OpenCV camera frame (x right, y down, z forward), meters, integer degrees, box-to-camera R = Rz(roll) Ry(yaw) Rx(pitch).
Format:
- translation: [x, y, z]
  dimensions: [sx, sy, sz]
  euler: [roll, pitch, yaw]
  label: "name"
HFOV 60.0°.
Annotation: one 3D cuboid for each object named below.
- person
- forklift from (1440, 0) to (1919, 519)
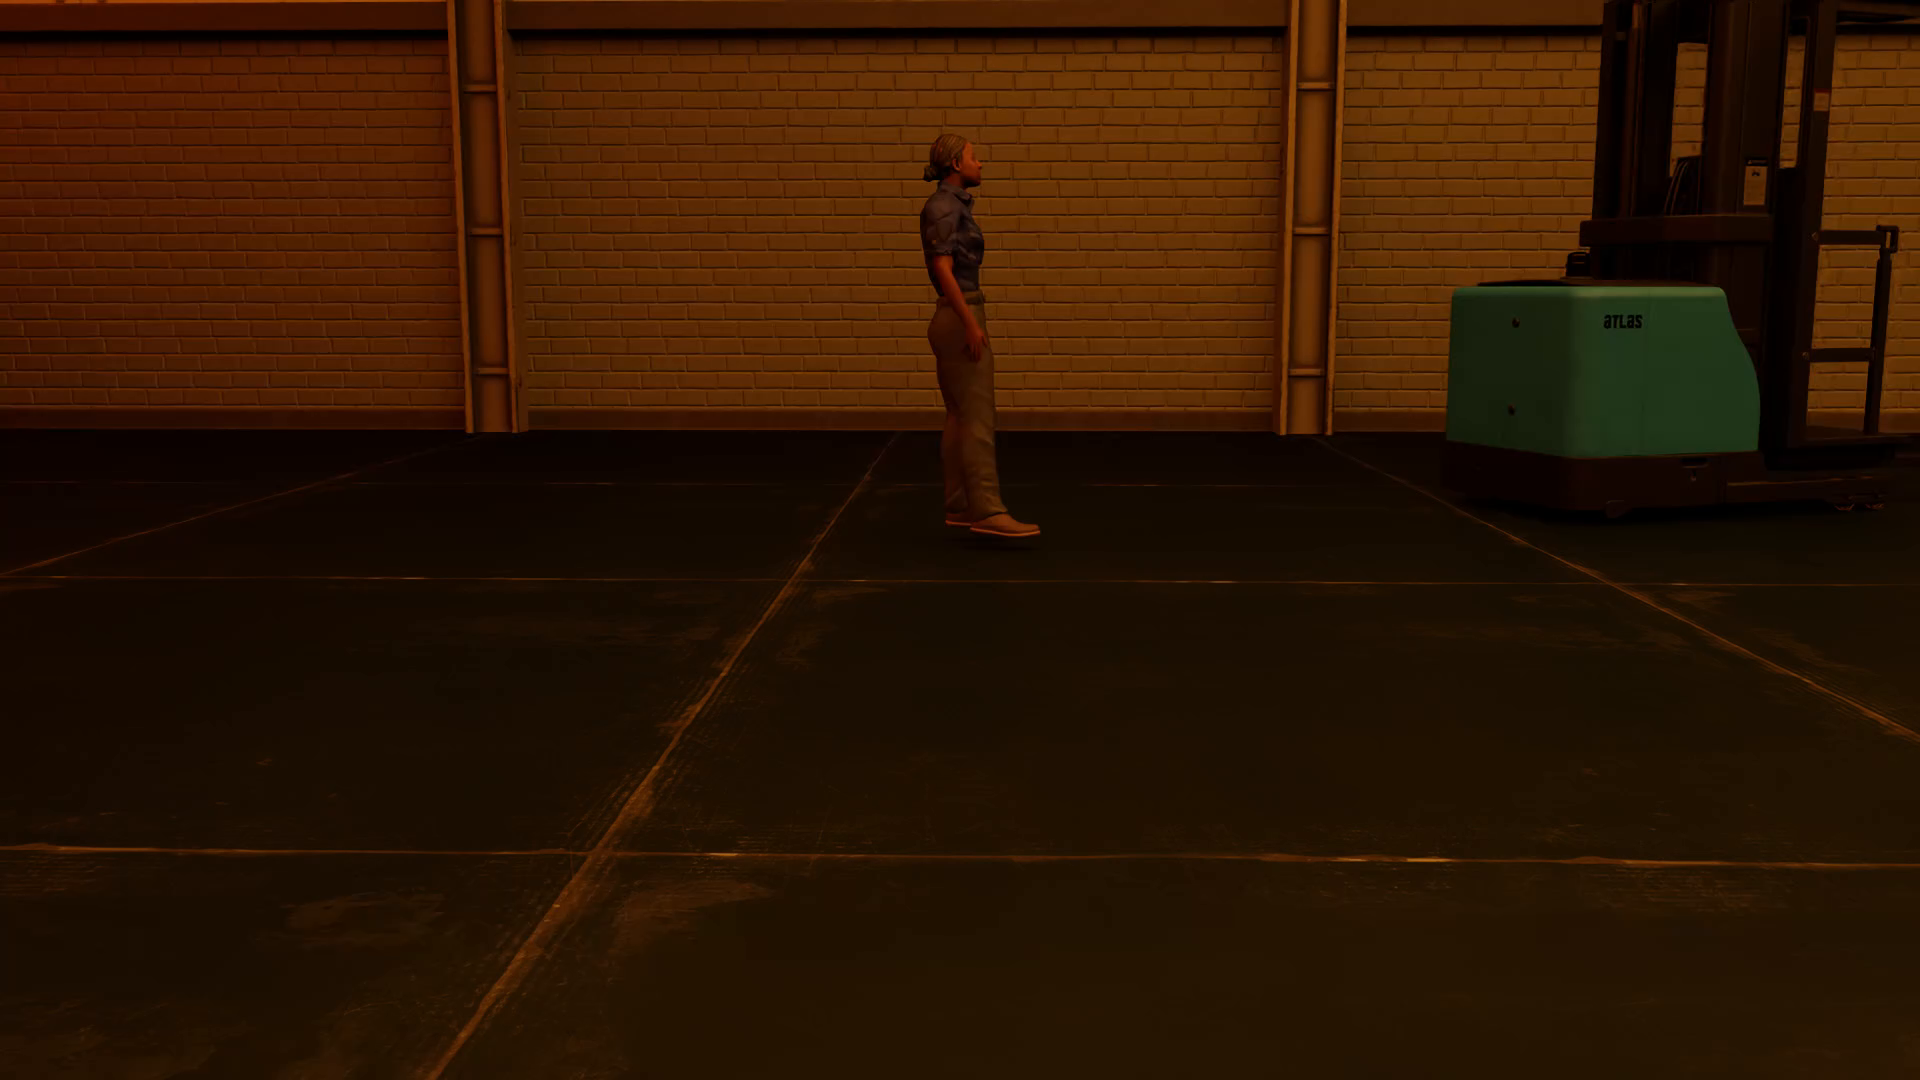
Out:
- translation: [0.087, -0.861, 6.973]
  dimensions: [0.504, 1.654, 0.569]
  euler: [0, 9, 1]
  label: "person"
- translation: [3.999, -1.657, 8.269]
  dimensions: [3.031, 2.935, 1.130]
  euler: [-3, 9, -20]
  label: "forklift"
